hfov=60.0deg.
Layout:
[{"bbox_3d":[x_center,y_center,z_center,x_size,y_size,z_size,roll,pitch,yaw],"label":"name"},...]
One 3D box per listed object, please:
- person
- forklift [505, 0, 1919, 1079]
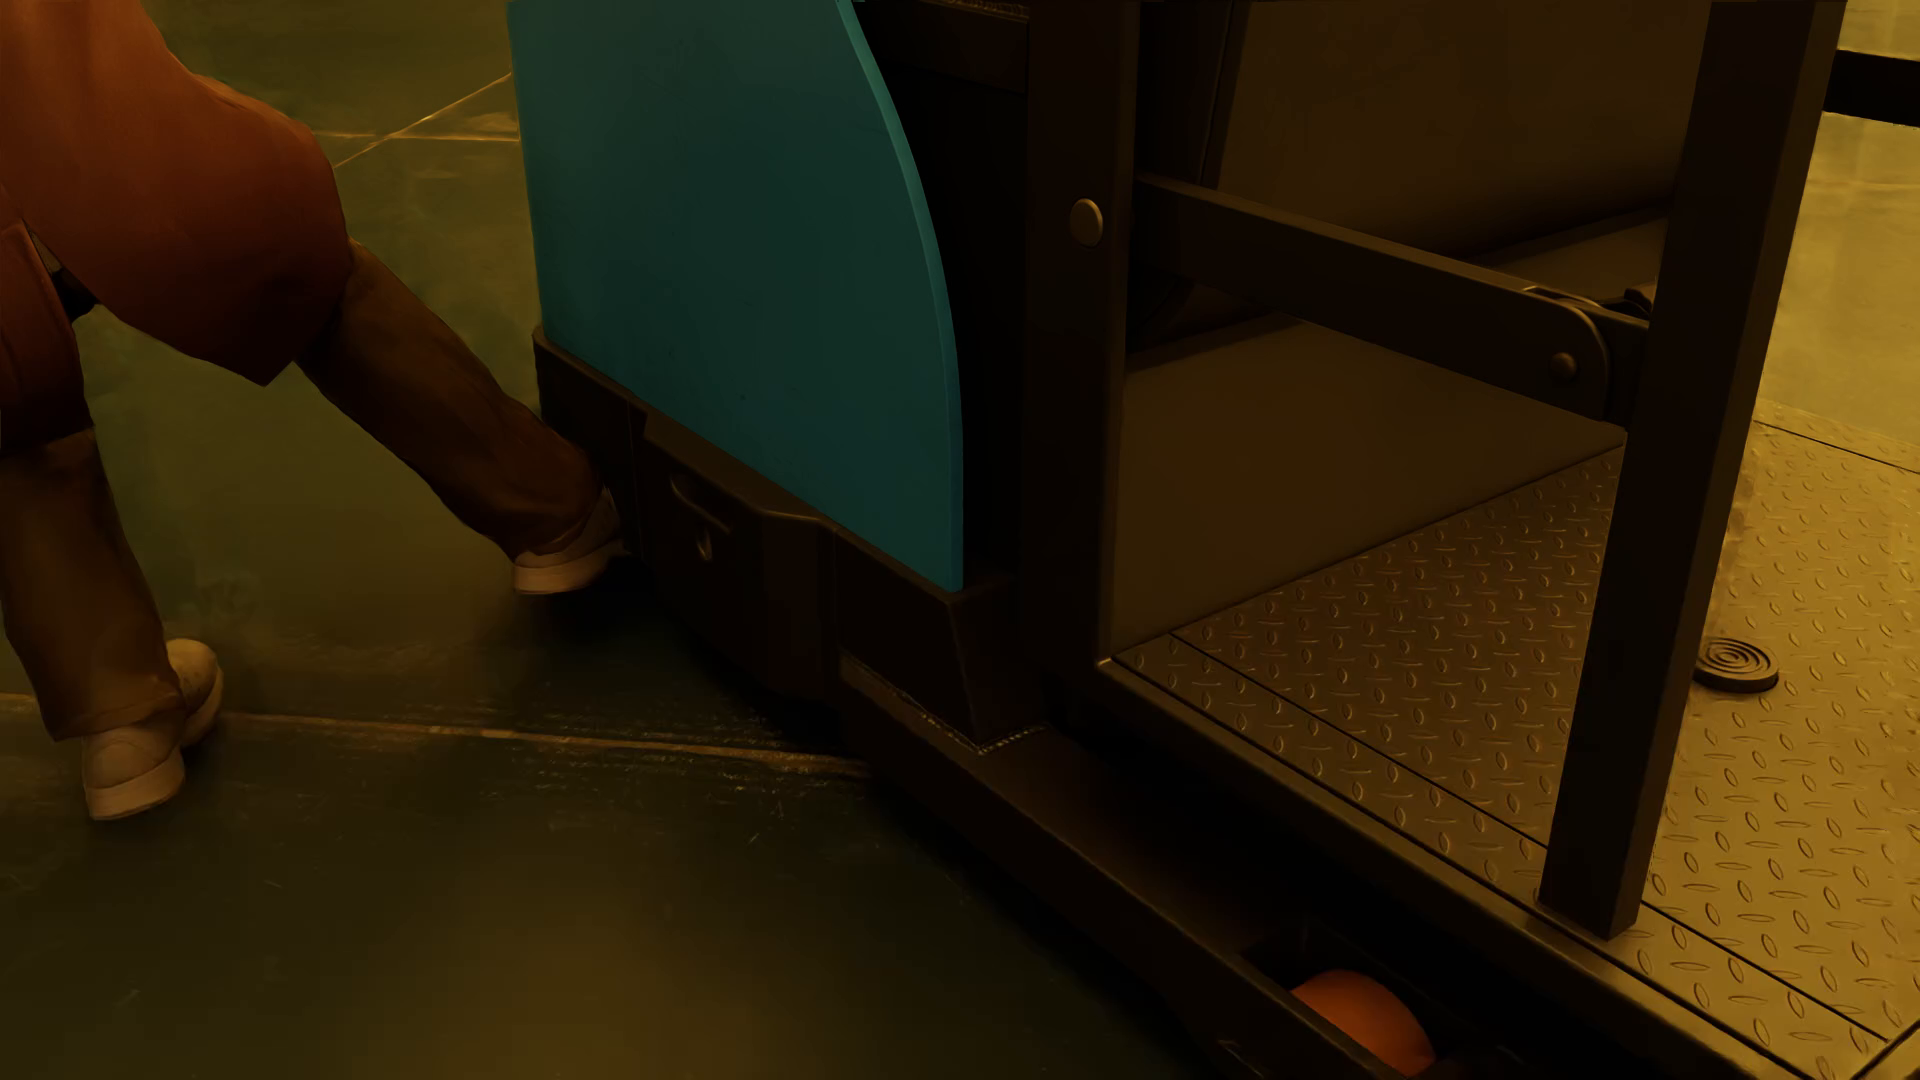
[{"bbox_3d":[-1.048,-0.447,1.724,1.617,1.498,0.804,-20,33,-34],"label":"person"},{"bbox_3d":[0.672,-0.954,1.130,1.130,2.935,3.031,-19,32,-33],"label":"forklift"}]
